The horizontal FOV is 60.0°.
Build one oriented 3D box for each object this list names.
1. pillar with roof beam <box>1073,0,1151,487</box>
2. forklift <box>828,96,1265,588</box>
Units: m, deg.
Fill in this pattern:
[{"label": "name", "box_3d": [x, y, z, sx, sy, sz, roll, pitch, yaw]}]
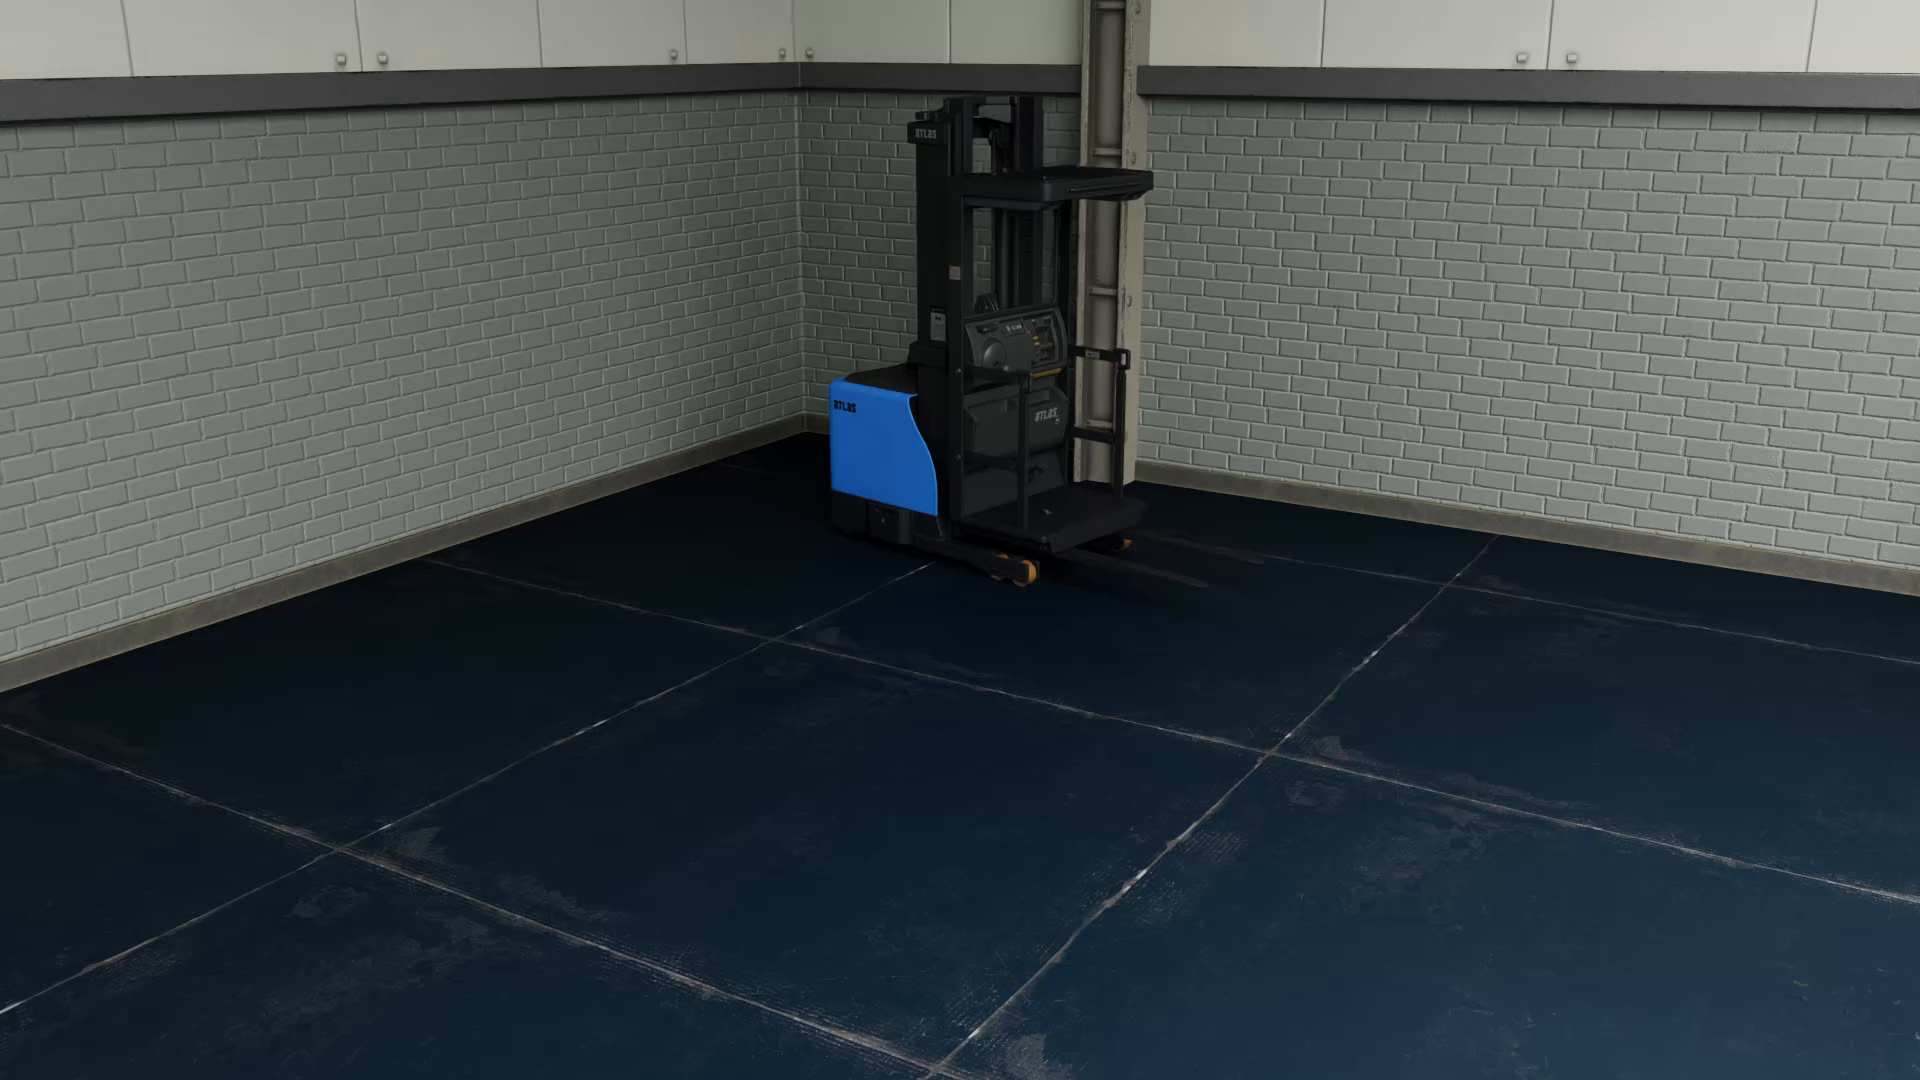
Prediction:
[{"label": "pillar with roof beam", "box_3d": [-1.131, -3.705, 8.094, 0.400, 9.000, 9.100, 10, 20, 30]}, {"label": "forklift", "box_3d": [0.523, -1.282, 10.560, 3.031, 2.935, 1.130, 15, 22, 40]}]
